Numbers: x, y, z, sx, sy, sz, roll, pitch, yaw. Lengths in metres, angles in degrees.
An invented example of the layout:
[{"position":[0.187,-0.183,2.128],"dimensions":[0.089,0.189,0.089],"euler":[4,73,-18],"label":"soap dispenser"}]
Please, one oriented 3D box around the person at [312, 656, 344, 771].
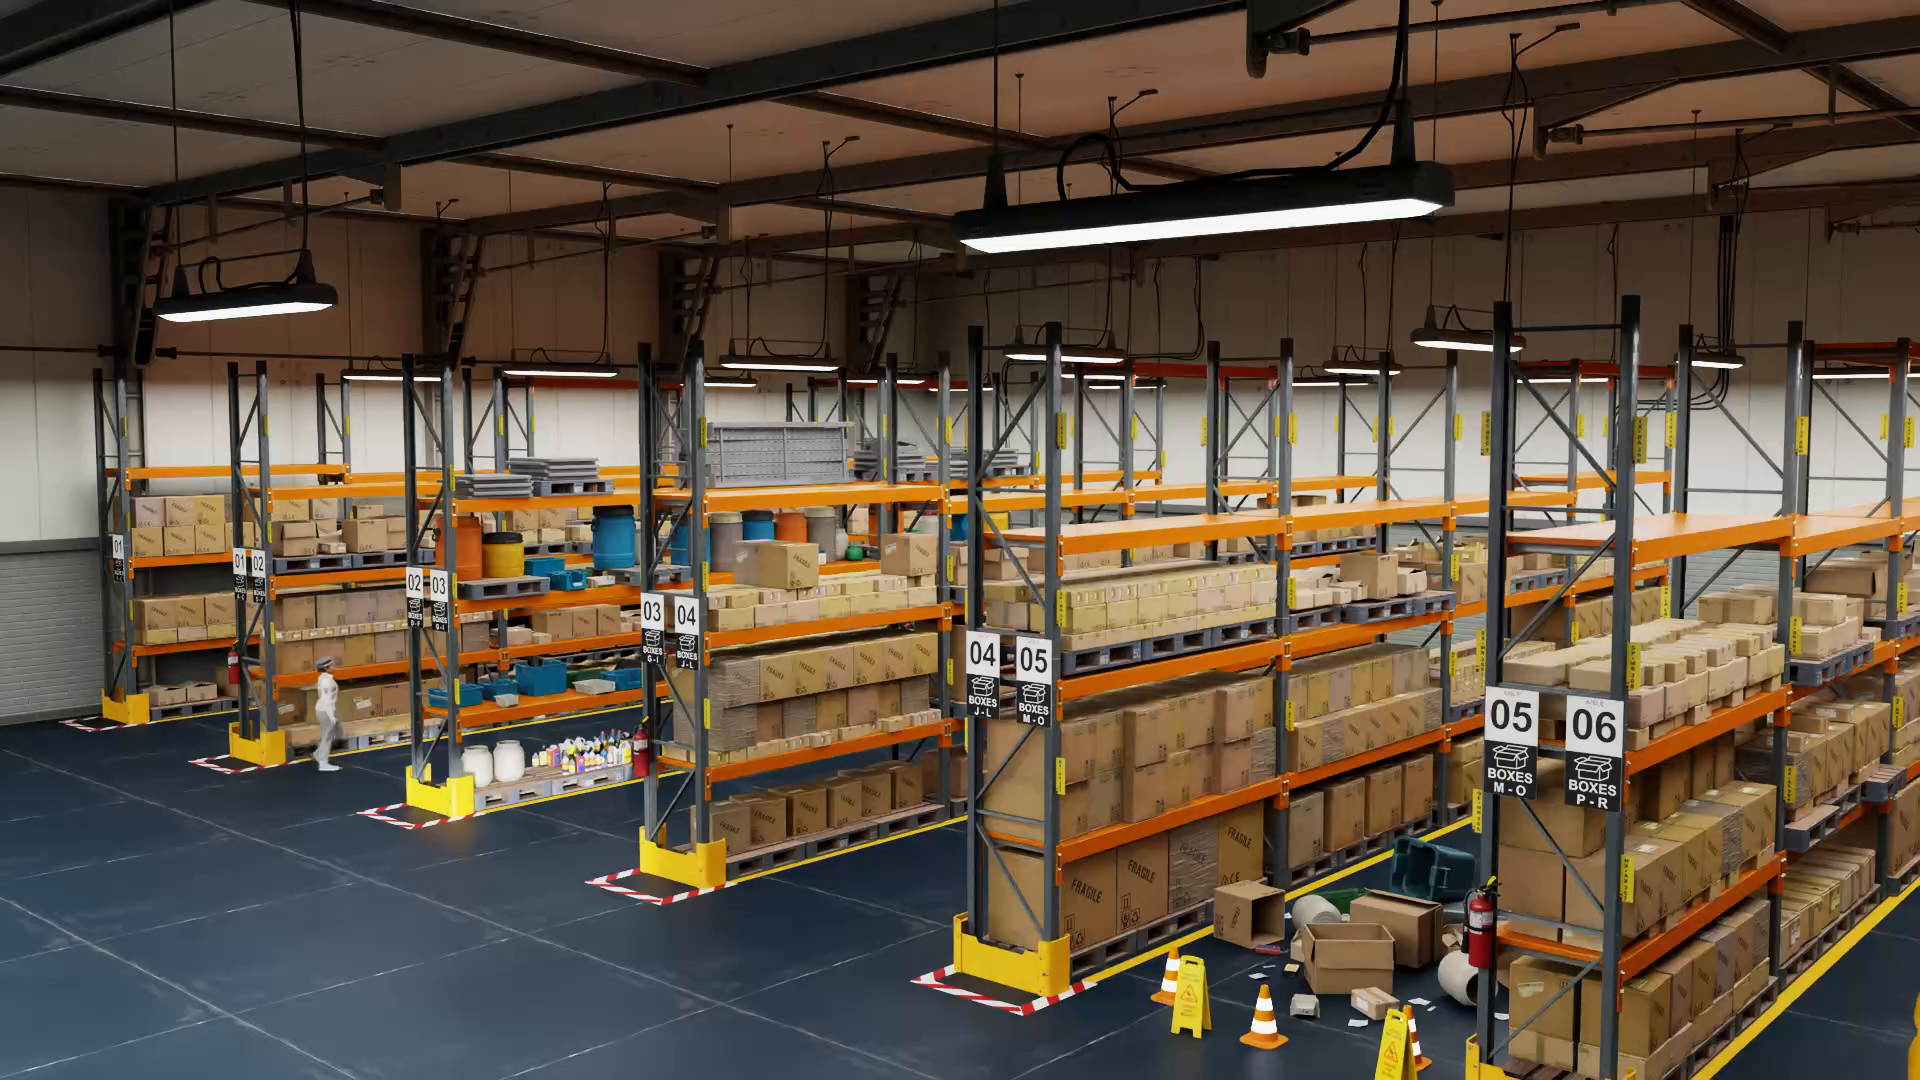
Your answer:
[{"position":[-9.243,2.523,24.286],"dimensions":[0.428,1.684,0.528],"euler":[-1,4,-16],"label":"person"}]
